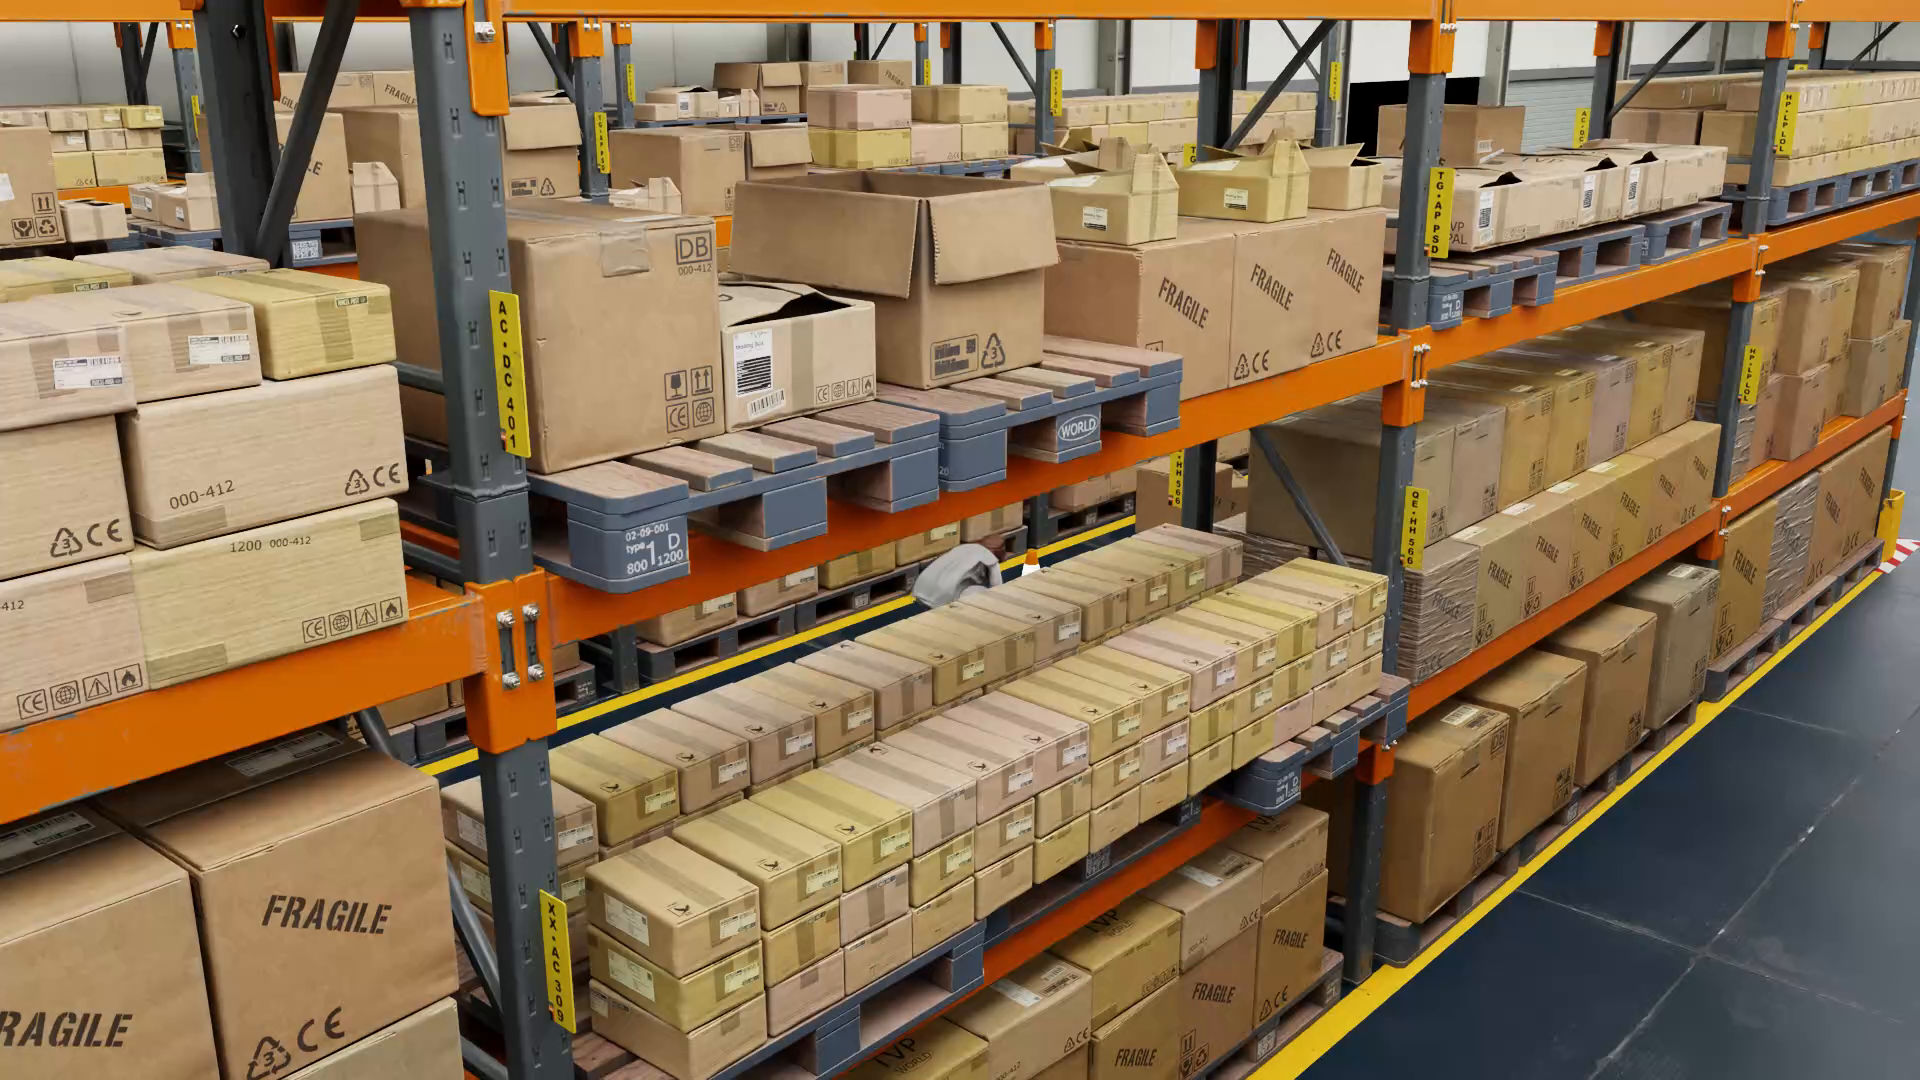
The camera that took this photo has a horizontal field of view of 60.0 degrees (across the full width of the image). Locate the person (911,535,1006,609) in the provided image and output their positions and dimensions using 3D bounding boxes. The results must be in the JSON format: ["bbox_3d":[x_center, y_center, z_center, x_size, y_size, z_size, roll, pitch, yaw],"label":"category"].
[{"bbox_3d":[0.024,0.386,10.913,0.413,0.707,0.856,14,22,38],"label":"person"}]
